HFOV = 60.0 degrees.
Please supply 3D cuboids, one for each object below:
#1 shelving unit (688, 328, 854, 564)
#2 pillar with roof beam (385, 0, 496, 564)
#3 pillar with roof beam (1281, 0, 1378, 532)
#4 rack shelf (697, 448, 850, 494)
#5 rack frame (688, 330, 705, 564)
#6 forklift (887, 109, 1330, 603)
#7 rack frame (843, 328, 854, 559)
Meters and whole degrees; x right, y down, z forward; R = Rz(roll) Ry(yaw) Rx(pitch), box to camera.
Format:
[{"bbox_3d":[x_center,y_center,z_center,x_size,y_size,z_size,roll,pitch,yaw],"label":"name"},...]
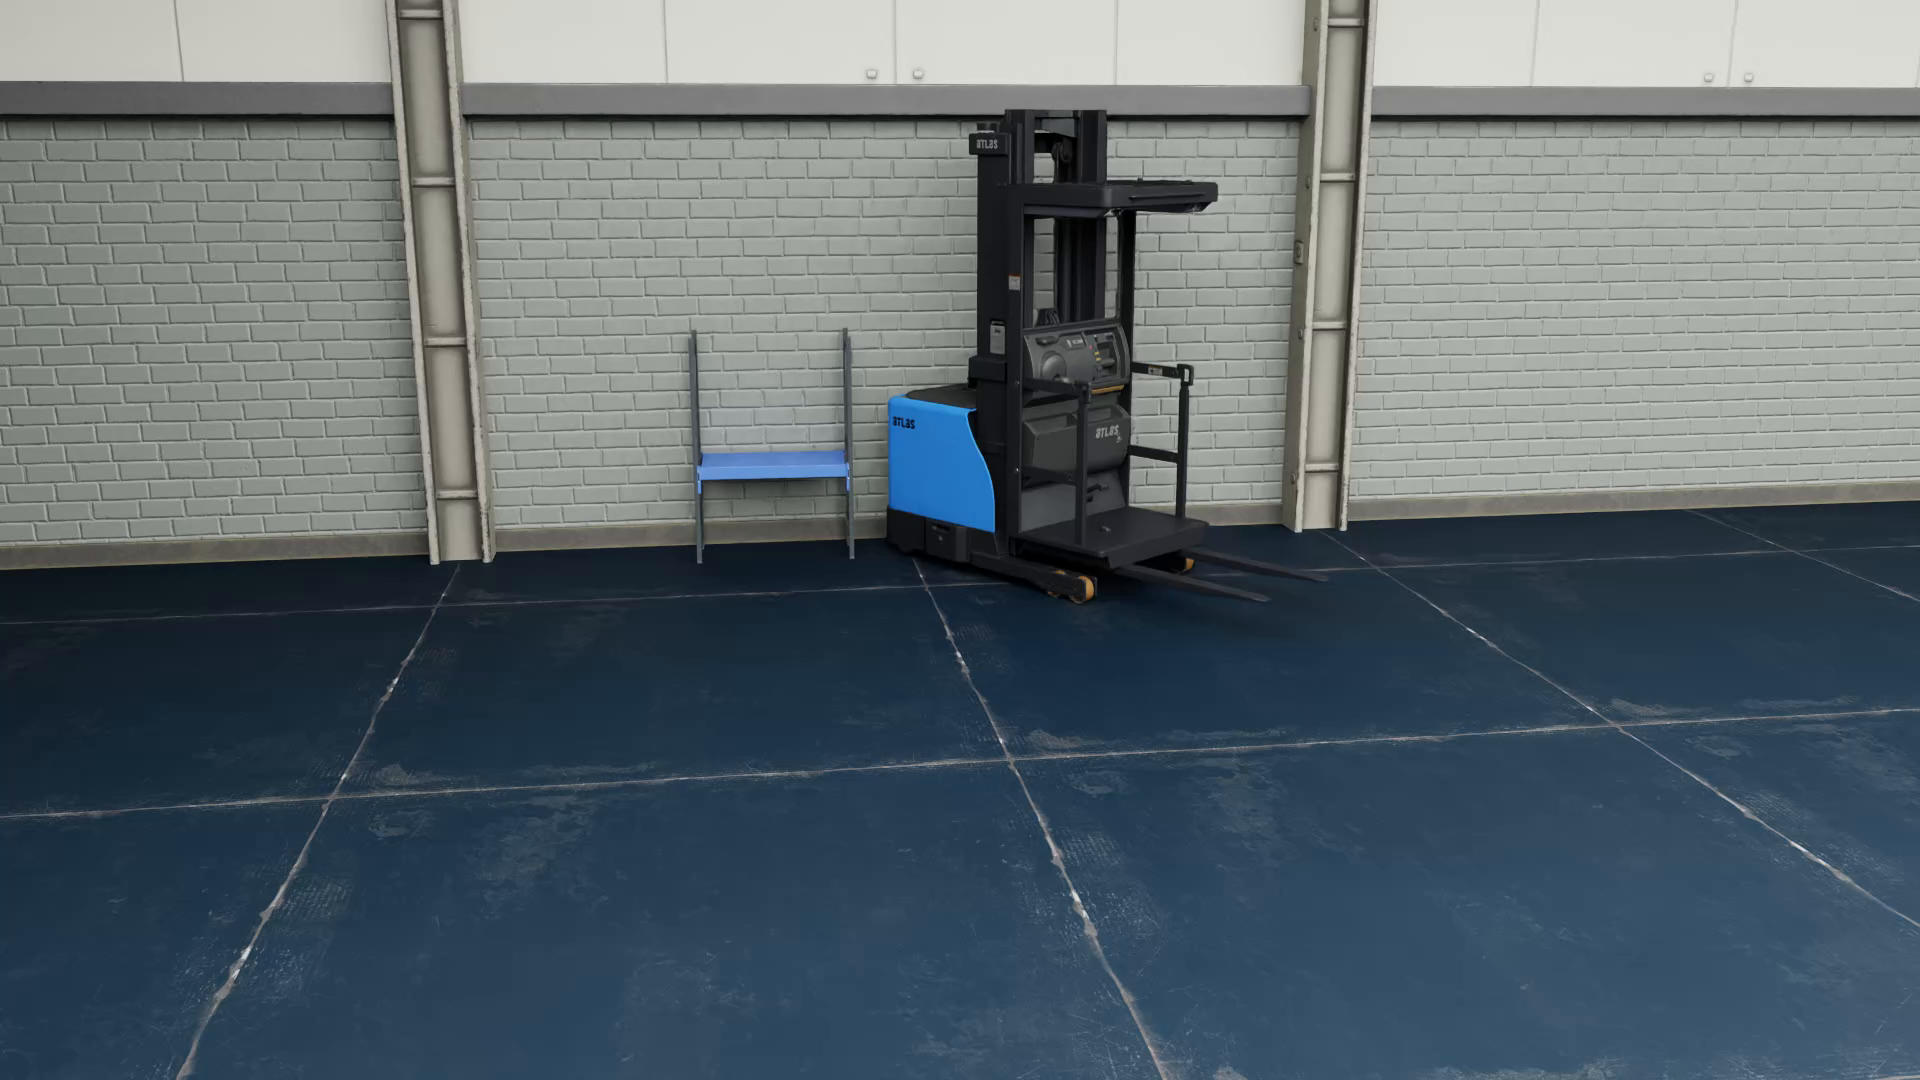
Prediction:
[{"bbox_3d":[-1.261,-0.645,11.209,1.048,1.500,0.538,-2,14,-6],"label":"shelving unit"},{"bbox_3d":[-2.716,-3.211,6.028,0.400,9.000,9.100,-2,14,-8],"label":"pillar with roof beam"},{"bbox_3d":[3.217,-3.429,6.895,0.400,9.000,9.100,-2,14,-8],"label":"pillar with roof beam"},{"bbox_3d":[-1.261,-0.470,11.253,1.000,0.185,0.538,-2,14,-6],"label":"rack shelf"},{"bbox_3d":[-1.766,-0.631,11.154,0.032,1.500,0.500,-2,14,-6],"label":"rack frame"},{"bbox_3d":[0.895,-1.177,10.389,1.130,2.935,3.031,-14,19,-43],"label":"forklift"},{"bbox_3d":[-0.756,-0.659,11.265,0.032,1.500,0.500,-2,14,-6],"label":"rack frame"}]
